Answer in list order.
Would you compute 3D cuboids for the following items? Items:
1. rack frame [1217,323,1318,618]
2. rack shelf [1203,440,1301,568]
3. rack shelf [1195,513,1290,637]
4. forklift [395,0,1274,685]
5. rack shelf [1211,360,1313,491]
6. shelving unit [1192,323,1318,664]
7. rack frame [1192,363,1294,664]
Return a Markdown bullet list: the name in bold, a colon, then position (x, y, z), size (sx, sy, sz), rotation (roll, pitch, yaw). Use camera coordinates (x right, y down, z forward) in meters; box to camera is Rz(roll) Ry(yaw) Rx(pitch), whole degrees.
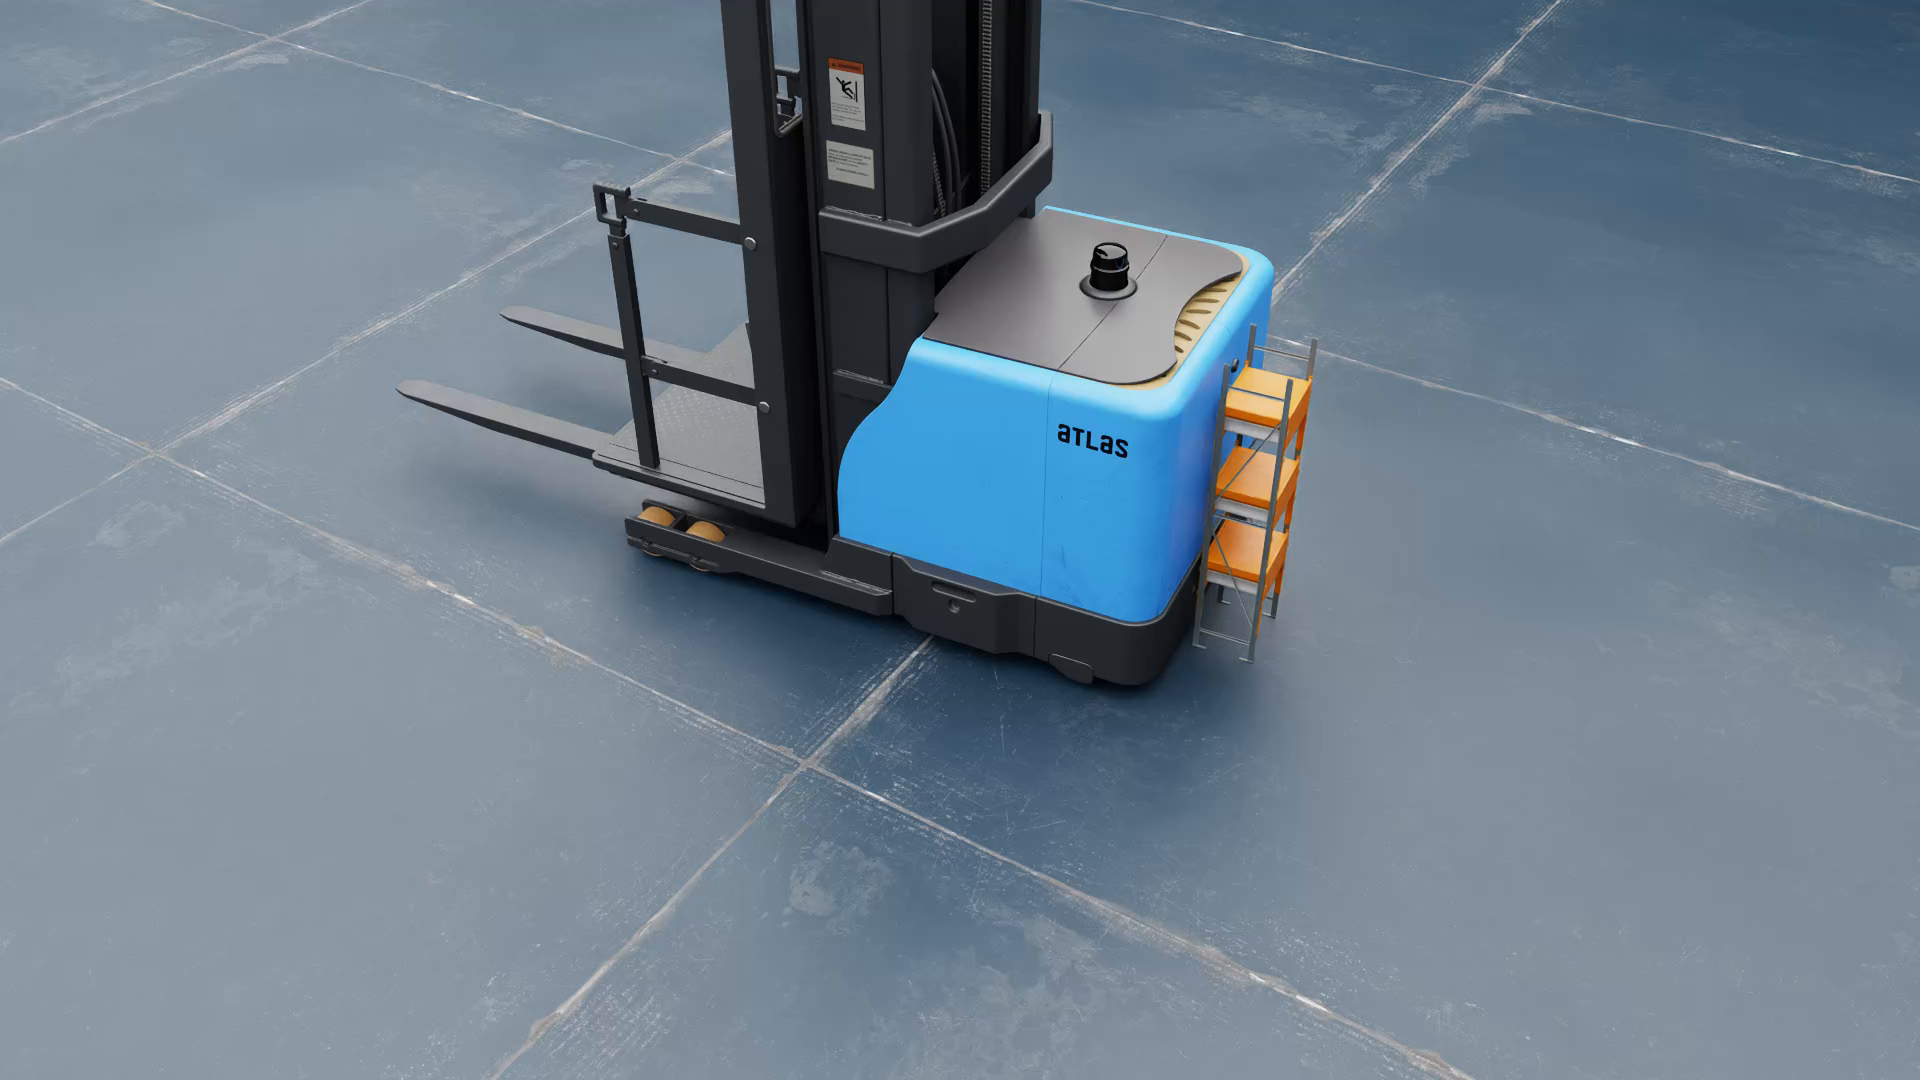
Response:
- **rack frame**: position (0.939, -0.188, 5.134), size (0.200, 1.050, 0.008), rotation (16, 41, 20)
- **rack shelf**: position (0.886, -0.112, 5.053), size (0.215, 0.259, 0.240), rotation (16, 41, 20)
- **rack shelf**: position (0.886, 0.108, 5.223), size (0.215, 0.259, 0.240), rotation (16, 41, 20)
- **forklift**: position (-0.569, -1.327, 5.071), size (3.031, 2.935, 1.130), rotation (16, 41, 20)
- **rack shelf**: position (0.886, -0.337, 4.880), size (0.215, 0.259, 0.240), rotation (16, 41, 20)
- **shelving unit**: position (0.886, -0.121, 5.047), size (0.215, 1.050, 0.252), rotation (16, 41, 20)
- **rack frame**: position (0.833, -0.054, 4.960), size (0.200, 1.050, 0.008), rotation (16, 41, 20)
